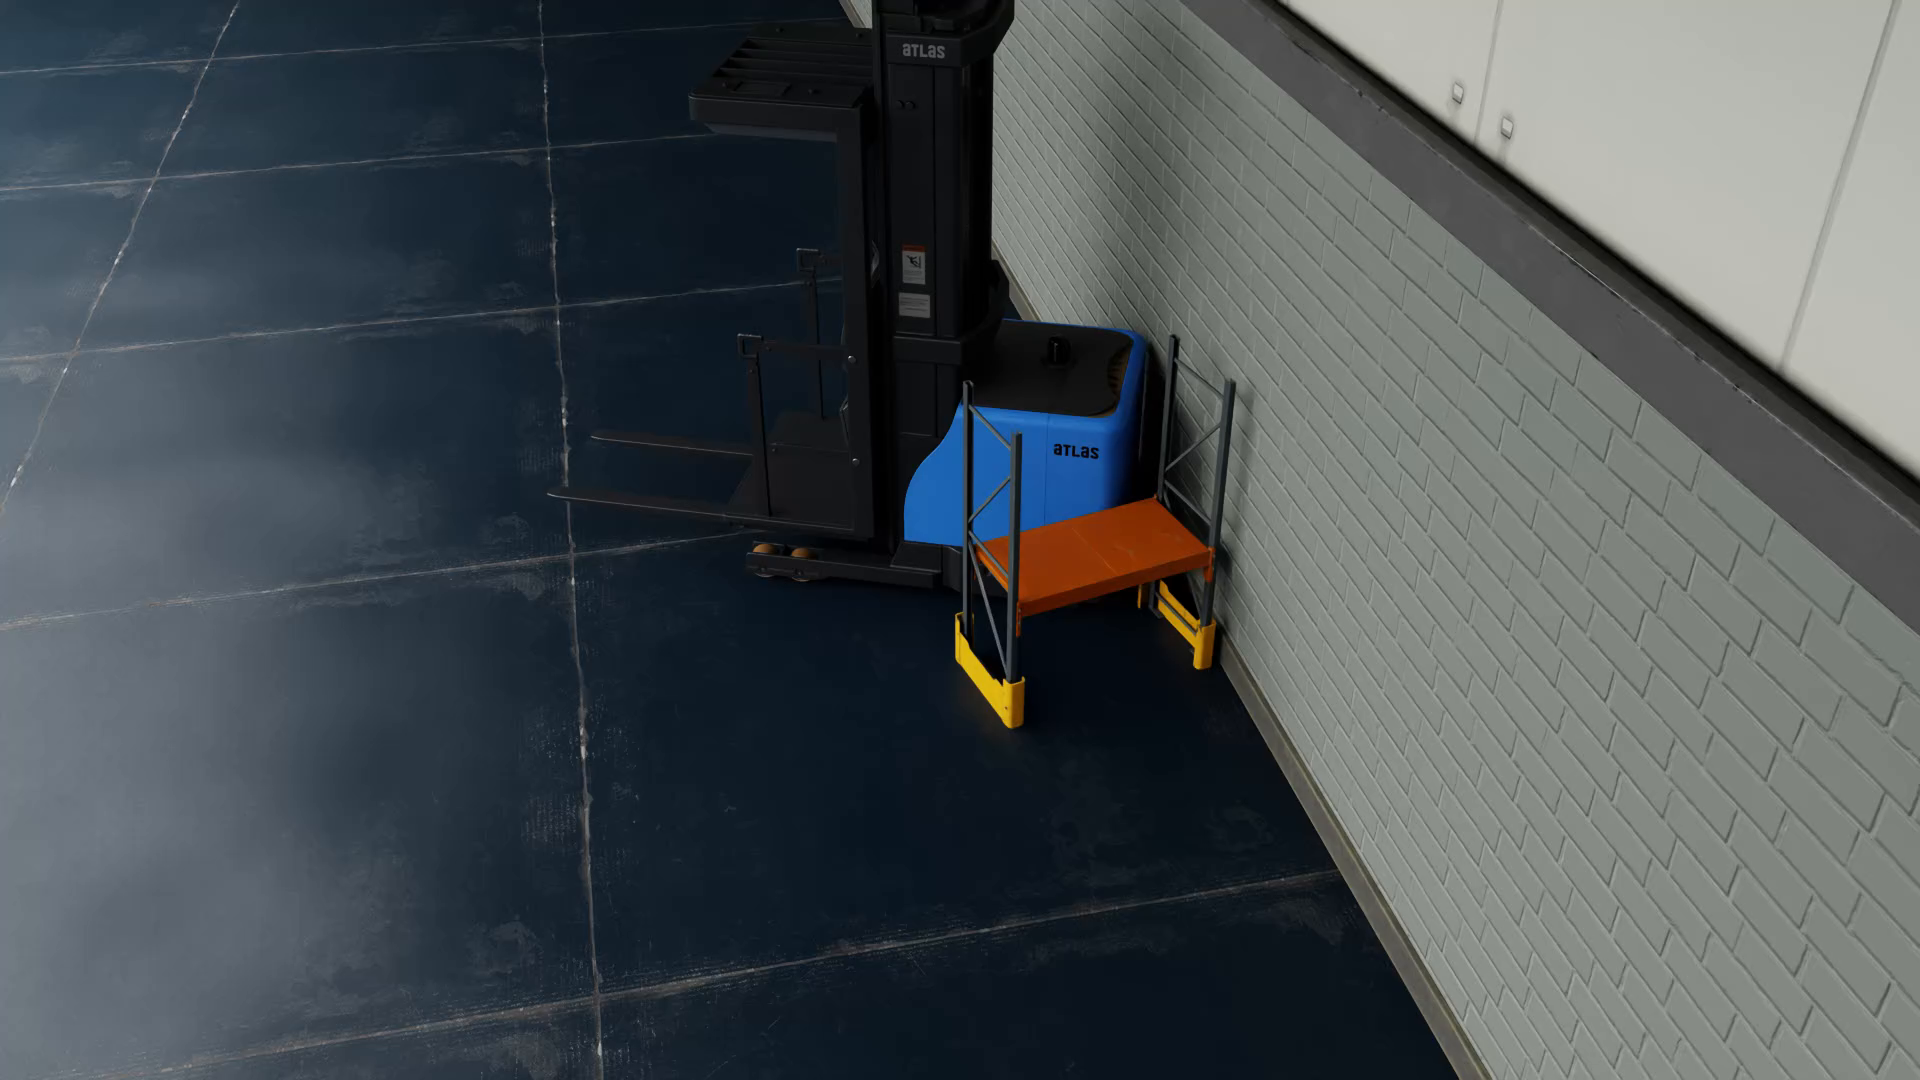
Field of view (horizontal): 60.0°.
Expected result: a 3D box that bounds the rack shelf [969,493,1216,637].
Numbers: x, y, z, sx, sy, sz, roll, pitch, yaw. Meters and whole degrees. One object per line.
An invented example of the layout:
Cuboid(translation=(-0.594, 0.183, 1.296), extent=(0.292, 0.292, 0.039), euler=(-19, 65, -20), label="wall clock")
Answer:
Cuboid(translation=(0.593, 0.101, 7.577), extent=(1.000, 0.185, 0.538), euler=(-15, 37, -21), label="rack shelf")

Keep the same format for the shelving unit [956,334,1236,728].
Cuboid(translation=(0.585, -0.046, 7.473), extent=(1.083, 1.500, 0.587), euler=(-15, 37, -21), label="shelving unit")

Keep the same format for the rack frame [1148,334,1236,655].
Cuboid(translation=(1.053, -0.169, 7.655), extent=(0.032, 1.500, 0.500), euler=(-15, 37, -21), label="rack frame")

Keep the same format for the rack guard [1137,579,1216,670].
Cuboid(translation=(1.036, 0.355, 7.997), extent=(0.087, 0.250, 0.587), euler=(-15, 37, -21), label="rack guard")

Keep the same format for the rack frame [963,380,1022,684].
Cuboid(translation=(0.133, 0.072, 7.297), extent=(0.032, 1.500, 0.500), euler=(-15, 37, -21), label="rack frame")

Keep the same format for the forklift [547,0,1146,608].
Cuboid(translation=(-0.616, -1.287, 8.037), extent=(3.031, 2.935, 1.130), euler=(6, 34, 9), label="forklift")

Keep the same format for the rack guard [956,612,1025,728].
Cuboid(translation=(0.134, 0.590, 7.646), extent=(0.087, 0.250, 0.587), euler=(-15, 37, -21), label="rack guard")
